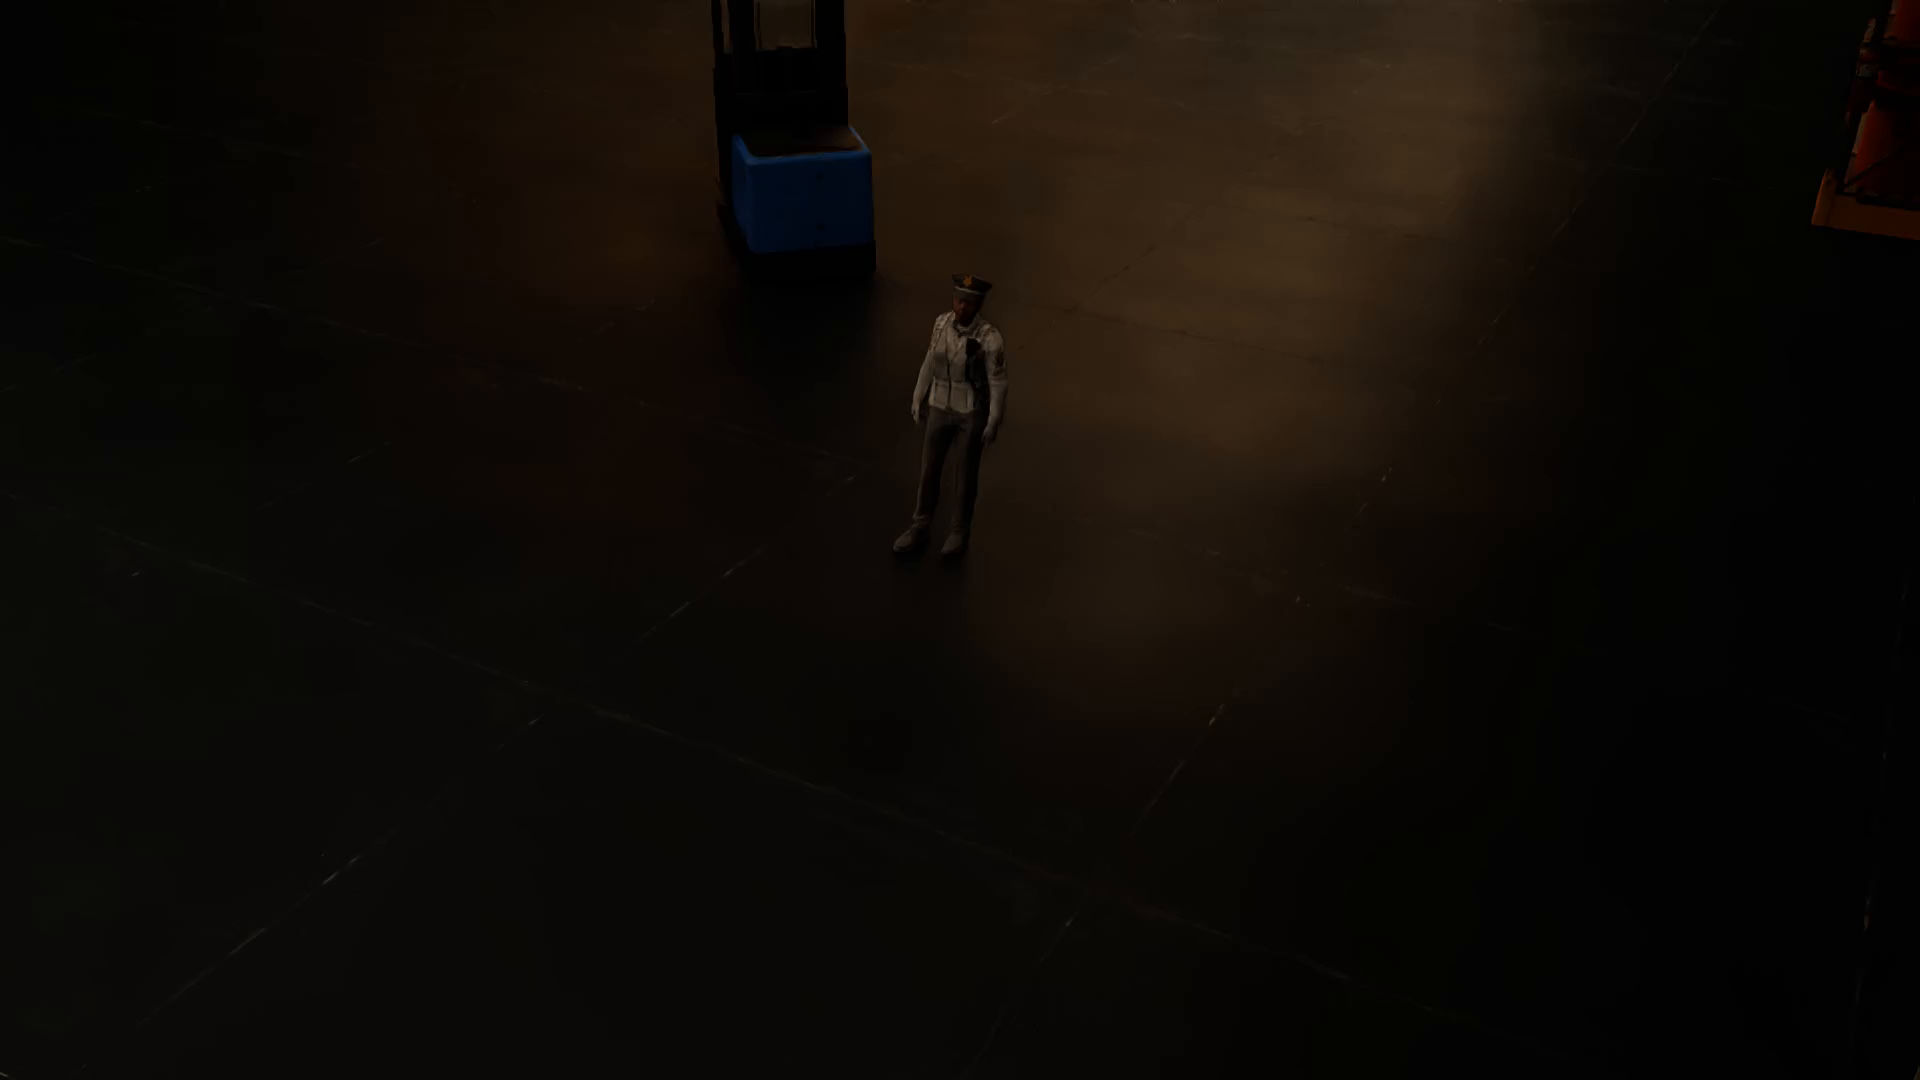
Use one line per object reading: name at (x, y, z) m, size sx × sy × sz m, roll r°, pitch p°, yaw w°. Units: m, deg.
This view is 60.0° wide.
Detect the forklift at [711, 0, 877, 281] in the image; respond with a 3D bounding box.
forklift at (-1.565, -4.092, 14.160) m, size 1.130 × 2.935 × 3.031 m, roll -8°, pitch 31°, yaw -13°

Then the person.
person at (-0.039, -0.712, 9.527) m, size 0.586 × 1.695 × 0.532 m, roll 15°, pitch 33°, yaw 25°
